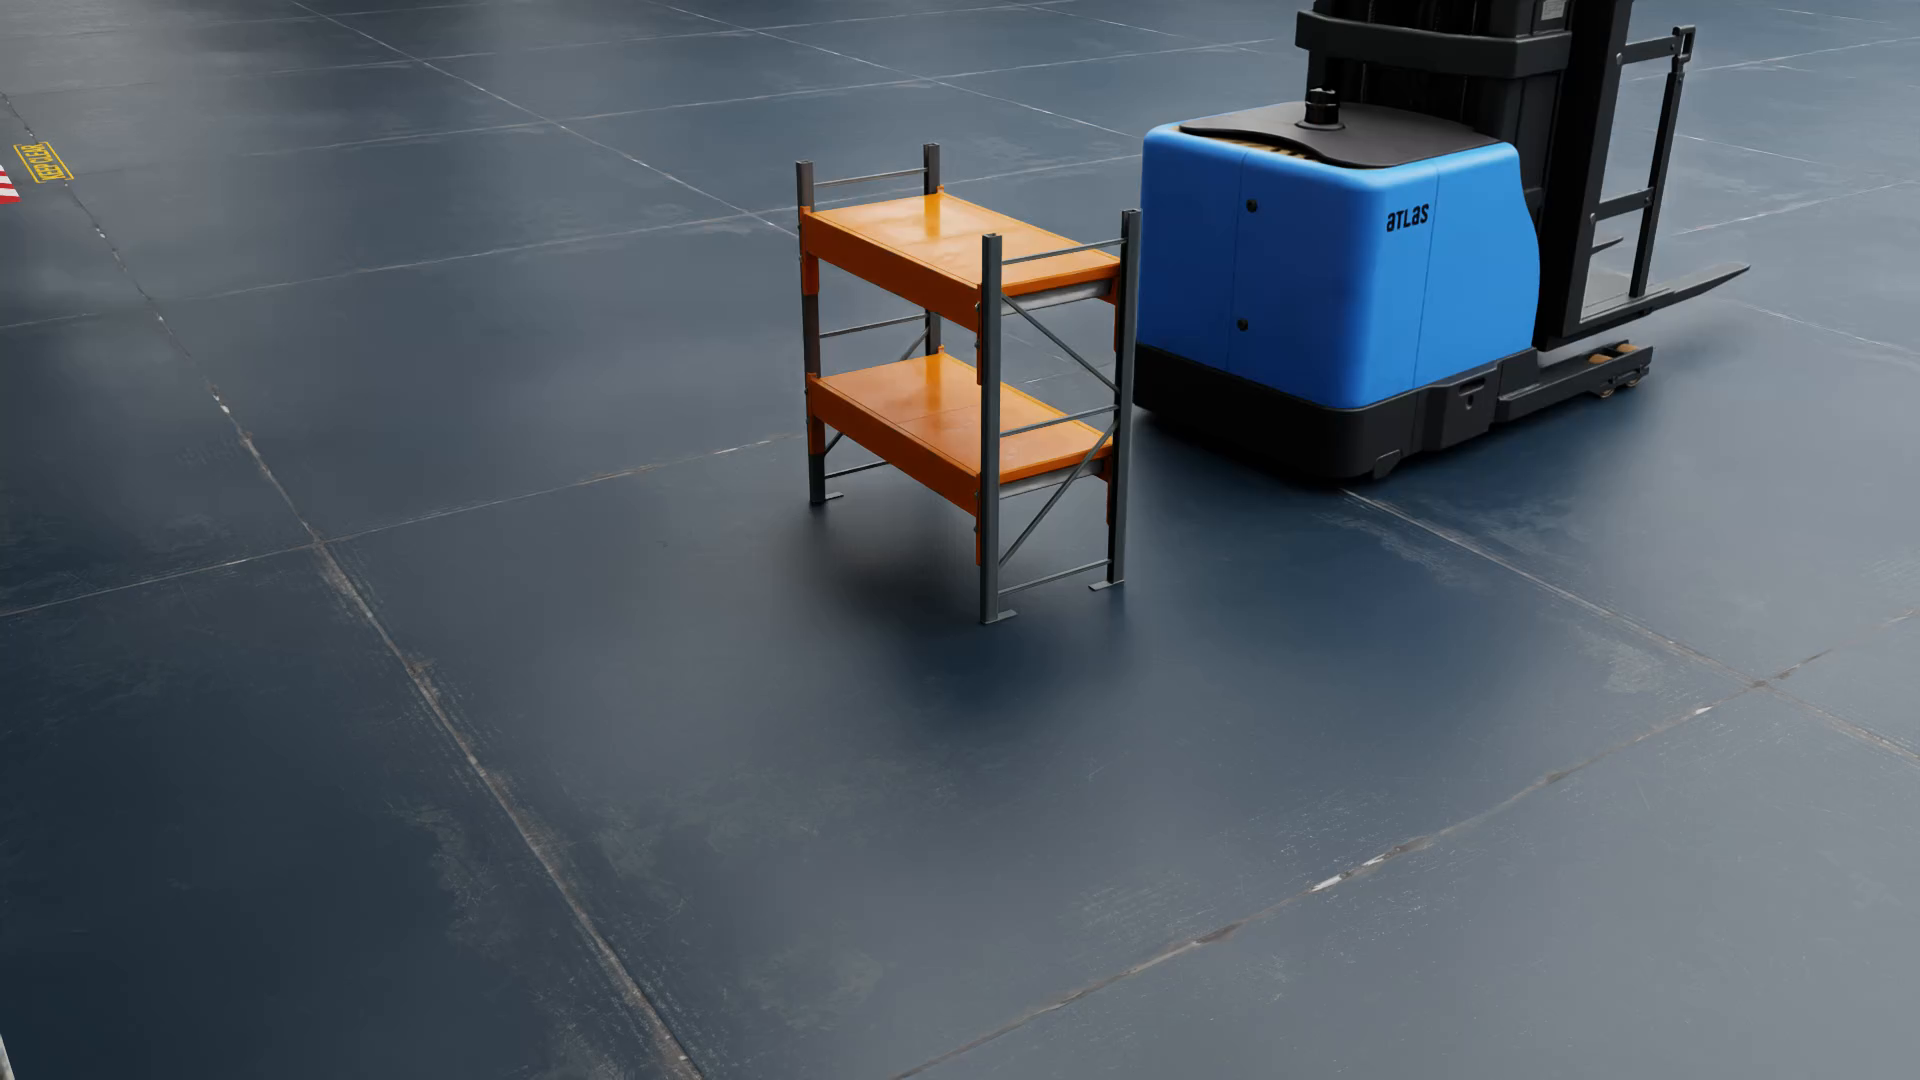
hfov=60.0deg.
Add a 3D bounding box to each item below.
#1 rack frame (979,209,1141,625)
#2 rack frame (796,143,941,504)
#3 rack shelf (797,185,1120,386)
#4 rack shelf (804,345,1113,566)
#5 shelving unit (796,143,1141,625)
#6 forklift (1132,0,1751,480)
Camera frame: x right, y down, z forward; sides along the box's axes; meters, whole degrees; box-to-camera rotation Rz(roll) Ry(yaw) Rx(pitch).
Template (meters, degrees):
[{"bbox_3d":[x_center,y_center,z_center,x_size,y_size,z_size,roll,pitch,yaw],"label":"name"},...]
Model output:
[{"bbox_3d":[0.274,-0.329,4.630,0.500,1.125,0.032,-16,29,-30],"label":"rack frame"},{"bbox_3d":[-0.281,-0.693,5.400,0.500,1.125,0.032,-16,29,-30],"label":"rack frame"},{"bbox_3d":[-0.004,-0.776,4.890,0.538,0.278,1.000,-16,29,-30],"label":"rack shelf"},{"bbox_3d":[-0.004,-0.290,5.119,0.538,0.278,1.000,-16,29,-30],"label":"rack shelf"},{"bbox_3d":[-0.004,-0.511,5.015,0.538,1.125,1.048,-16,29,-30],"label":"shelving unit"},{"bbox_3d":[2.083,-2.029,6.114,3.031,2.935,1.130,-19,31,-35],"label":"forklift"}]
